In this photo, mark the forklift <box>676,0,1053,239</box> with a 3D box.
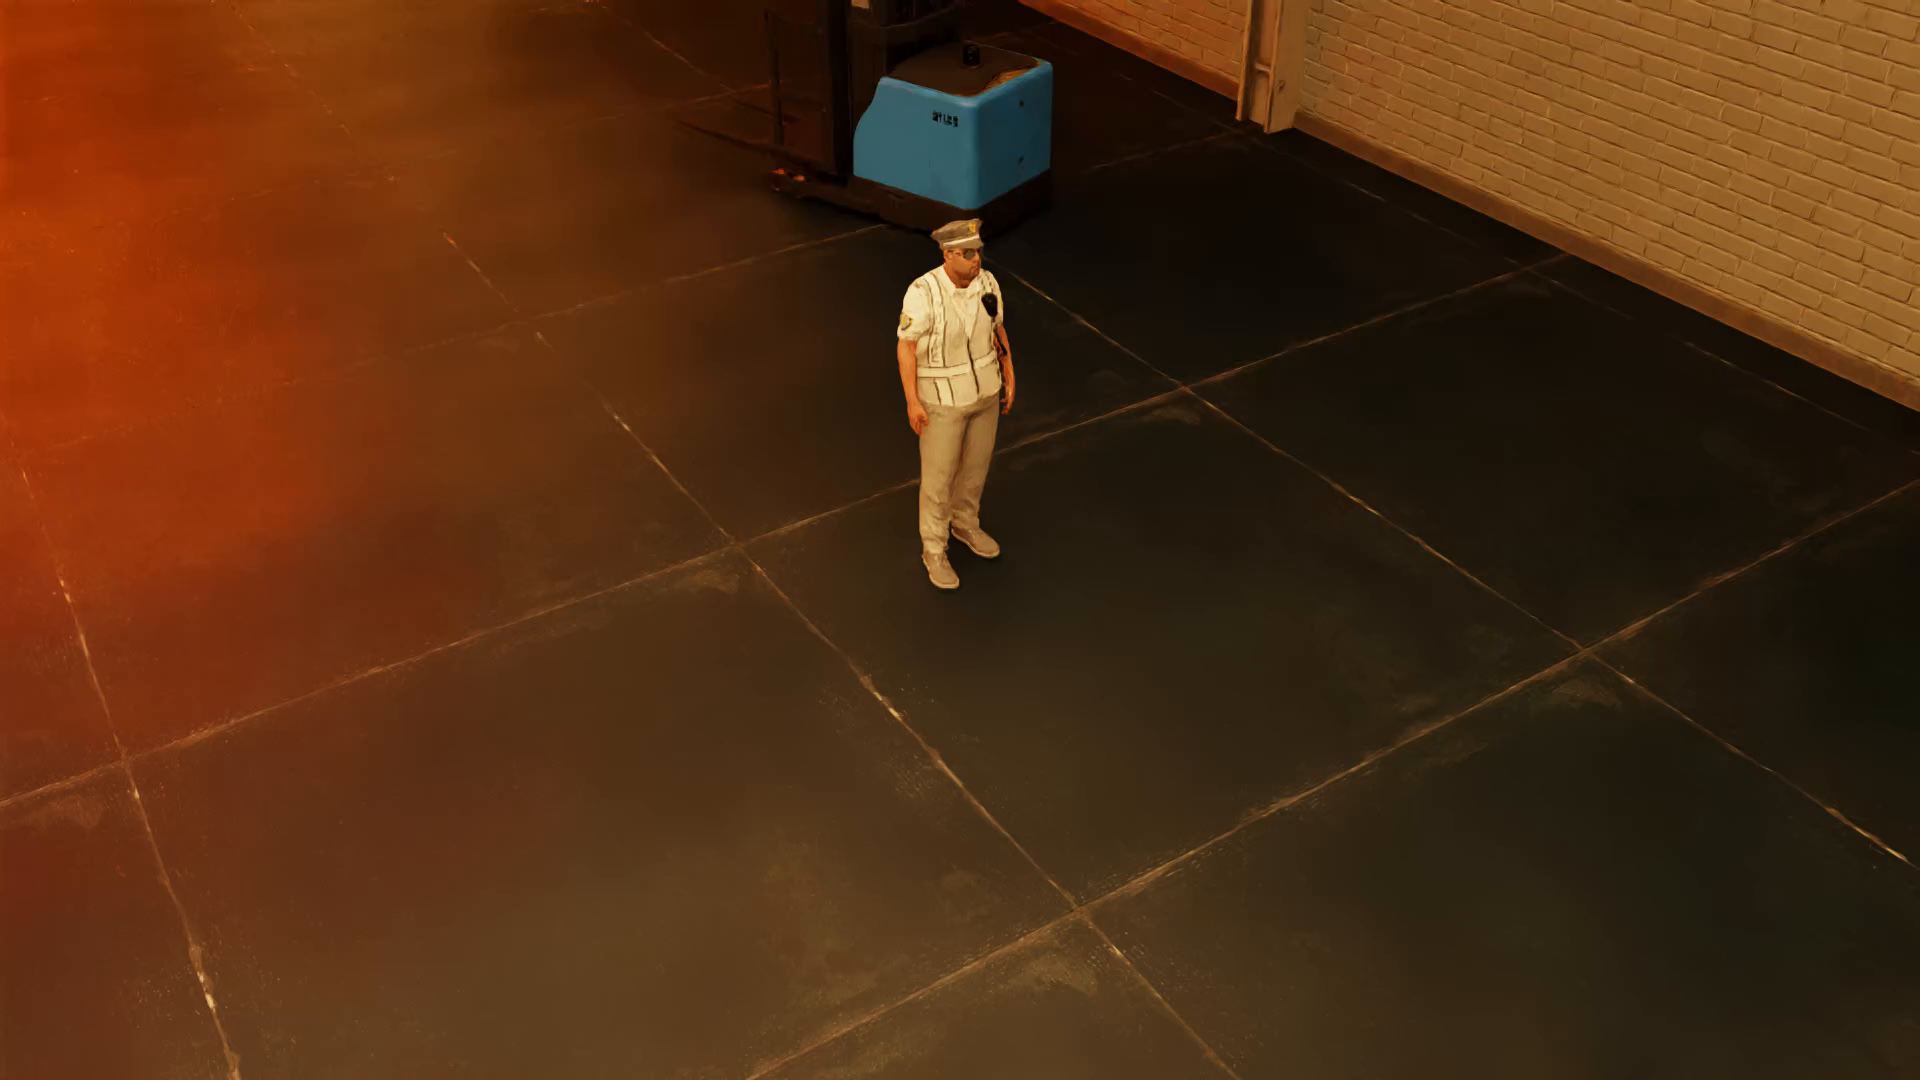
[{"bbox_3d":[-0.816,-3.942,11.758,3.031,2.935,1.130,23,41,29],"label":"forklift"}]

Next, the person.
[{"bbox_3d":[0.032,-0.693,8.122,0.640,1.778,0.574,-21,40,-27],"label":"person"}]
